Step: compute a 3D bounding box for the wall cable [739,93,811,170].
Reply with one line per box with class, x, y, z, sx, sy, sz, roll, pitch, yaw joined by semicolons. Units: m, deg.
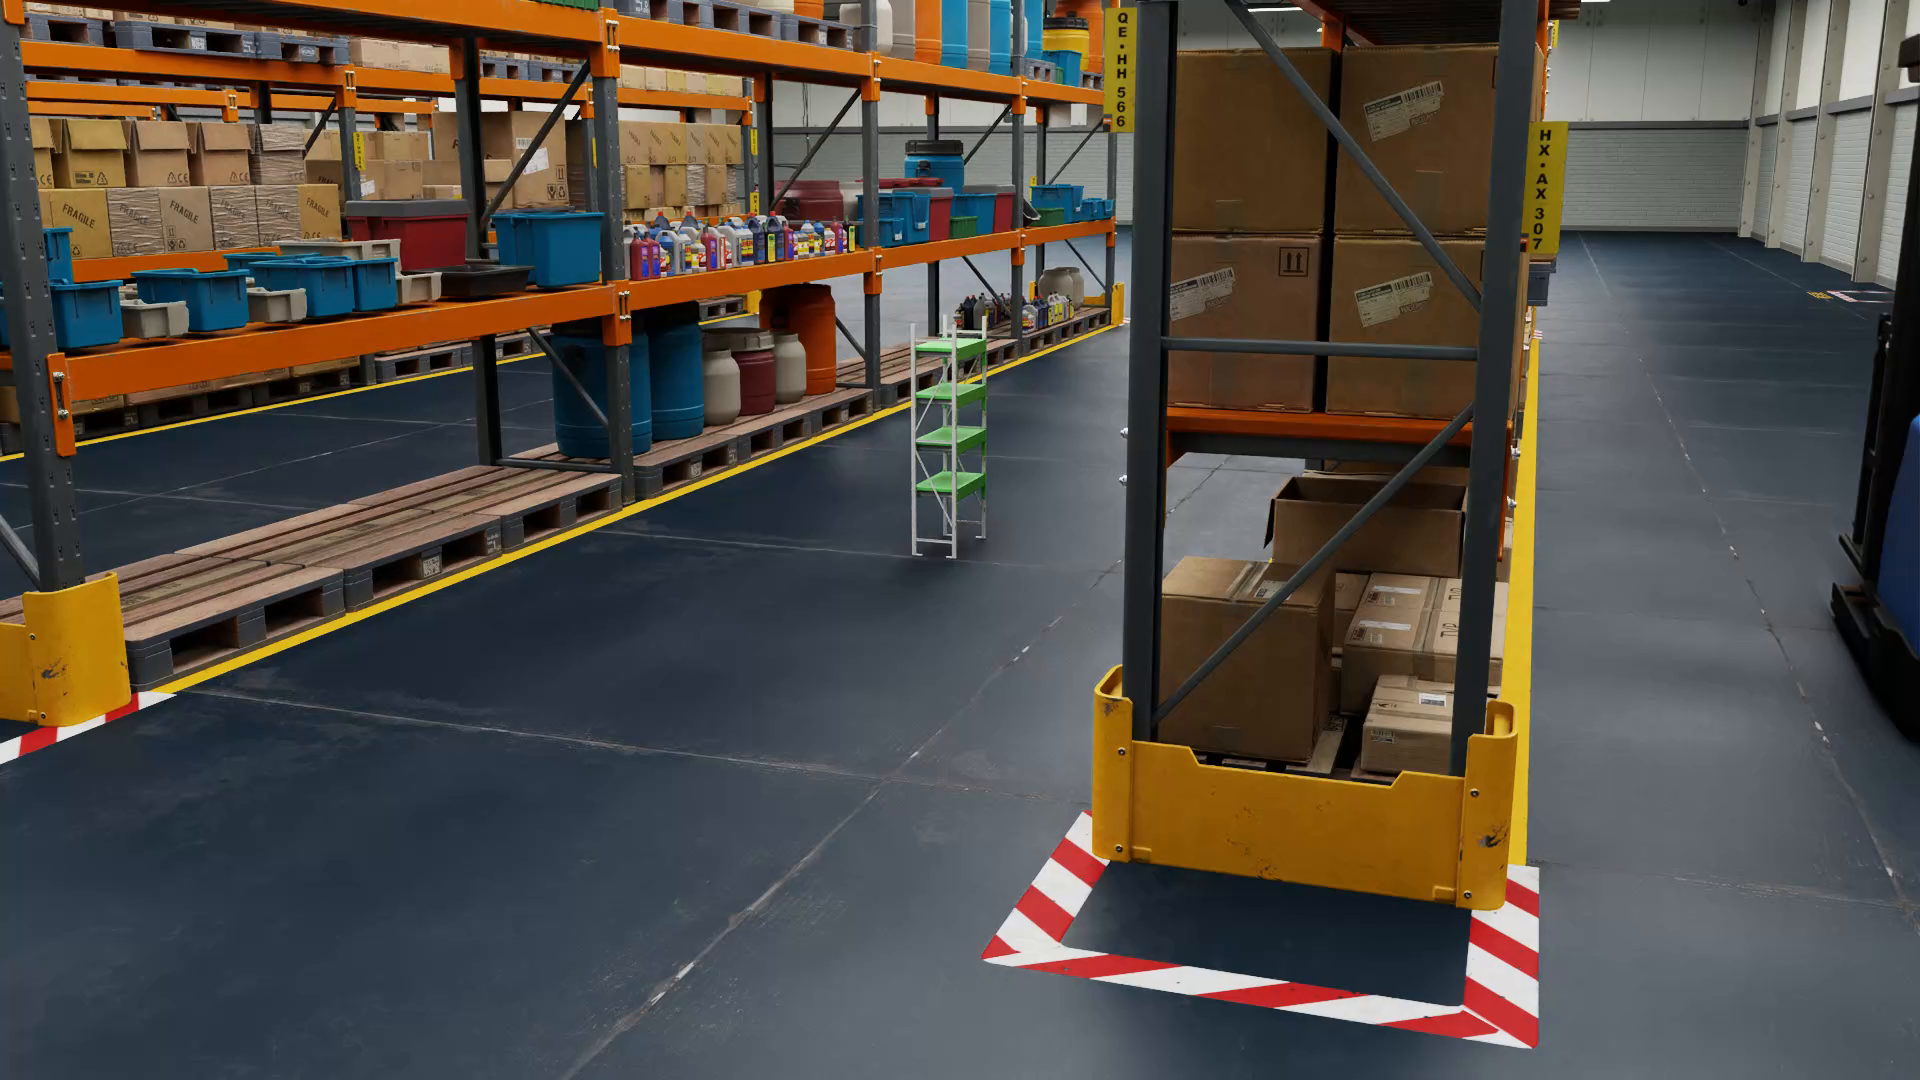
wall cable;-6.480;-13.830;56.338;3.097;2.526;0.112;4;14;18

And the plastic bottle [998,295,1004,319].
plastic bottle;0.456;-2.686;19.157;0.097;0.271;0.097;0;13;0

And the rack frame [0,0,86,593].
rack frame;-3.728;-0.864;6.033;1.000;3.000;0.127;4;14;18

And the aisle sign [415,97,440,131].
aisle sign;-7.592;-6.229;23.694;0.394;0.787;0.004;4;14;18

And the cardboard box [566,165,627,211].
cardboard box;-4.328;-4.031;19.017;0.875;0.500;0.500;4;14;18

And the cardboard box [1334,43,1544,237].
cardboard box;1.350;-1.117;4.671;0.500;0.500;0.500;5;14;20

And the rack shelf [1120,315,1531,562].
rack shelf;1.605;-0.577;6.392;1.077;0.370;4.000;4;14;18

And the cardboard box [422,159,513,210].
cardboard box;-5.006;-3.631;16.979;0.797;0.503;0.637;6;14;24

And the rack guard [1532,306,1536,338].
rack guard;6.142;-2.662;19.527;1.175;0.500;0.348;4;14;18

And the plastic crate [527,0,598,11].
plastic crate;-2.285;-2.954;8.926;0.450;0.188;0.662;4;14;18

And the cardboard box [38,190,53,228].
cardboard box;-6.735;-2.191;11.620;0.500;0.500;0.500;4;14;19

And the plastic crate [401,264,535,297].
plastic crate;-2.542;-1.346;8.630;0.437;0.125;0.590;4;14;18

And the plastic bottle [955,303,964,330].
plastic bottle;-0.002;-2.406;17.904;0.061;0.283;0.133;5;14;21

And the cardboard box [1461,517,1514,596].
cardboard box;2.093;0.046;7.100;0.500;0.311;0.500;4;14;18

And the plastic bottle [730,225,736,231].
plastic bottle;-1.559;-2.031;11.436;0.097;0.271;0.097;0;13;0

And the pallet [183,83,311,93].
pallet;-8.918;-5.716;20.750;1.003;0.211;1.213;4;14;18

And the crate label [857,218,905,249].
crate label;-0.649;-2.529;13.702;0.303;0.233;0.416;4;14;18

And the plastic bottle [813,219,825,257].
plastic bottle;-1.059;-2.257;12.426;0.097;0.271;0.097;0;13;0

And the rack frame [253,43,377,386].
rack frame;-5.826;-2.905;14.975;1.000;3.000;0.127;4;14;18

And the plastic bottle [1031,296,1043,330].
plastic bottle;0.808;-2.454;17.962;0.144;0.351;0.185;5;14;20

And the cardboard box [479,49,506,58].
cardboard box;-5.082;-5.175;17.001;0.797;0.503;0.637;5;14;21

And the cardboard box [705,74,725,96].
cardboard box;-3.312;-5.754;21.052;0.500;0.250;0.500;4;14;19

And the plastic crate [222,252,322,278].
plastic crate;-3.306;-1.263;8.020;0.416;0.233;0.300;4;14;18

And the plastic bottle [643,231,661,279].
plastic bottle;-1.869;-1.724;10.063;0.061;0.283;0.133;4;14;18

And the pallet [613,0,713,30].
pallet;-2.273;-3.249;10.164;1.213;0.211;1.003;4;14;18

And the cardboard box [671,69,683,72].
cardboard box;-3.593;-5.764;20.203;0.380;0.149;0.250;4;13;16

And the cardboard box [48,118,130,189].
cardboard box;-6.689;-2.879;12.384;0.797;0.503;0.637;5;14;19

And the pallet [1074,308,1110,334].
pallet;1.201;-2.683;20.270;1.003;0.211;1.213;4;14;18

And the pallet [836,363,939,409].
pallet;-0.853;-1.349;14.425;1.003;0.211;1.213;4;14;18

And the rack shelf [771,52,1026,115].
rack shelf;-0.493;-4.081;15.004;1.077;0.370;4.000;4;14;18

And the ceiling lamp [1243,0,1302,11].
ceiling lamp;8.232;-15.469;43.422;2.000;3.185;0.800;4;14;18

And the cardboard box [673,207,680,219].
cardboard box;-3.667;-4.021;20.429;0.380;0.149;0.250;4;14;18

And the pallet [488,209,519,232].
pallet;-5.225;-3.231;16.836;1.003;0.211;1.213;4;14;18

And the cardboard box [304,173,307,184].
cardboard box;-8.642;-4.500;21.626;0.875;0.550;0.550;4;14;18

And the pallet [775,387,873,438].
pallet;-1.356;-1.020;12.983;1.003;0.211;1.213;4;14;18

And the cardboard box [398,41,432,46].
cardboard box;-5.263;-4.847;15.394;0.500;0.500;0.500;4;14;19

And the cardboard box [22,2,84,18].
cardboard box;-6.681;-3.911;11.898;0.500;0.311;0.500;4;13;16

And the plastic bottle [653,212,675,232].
plastic bottle;-2.090;-2.131;11.696;0.144;0.351;0.185;4;14;18

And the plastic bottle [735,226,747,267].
plastic bottle;-1.486;-1.980;11.210;0.097;0.271;0.097;0;13;0

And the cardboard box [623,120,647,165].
cardboard box;-3.986;-4.610;19.306;0.500;0.500;0.500;4;14;18

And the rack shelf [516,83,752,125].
rack shelf;-3.885;-5.280;20.256;1.077;0.370;4.000;4;14;18

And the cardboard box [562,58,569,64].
cardboard box;-4.528;-5.470;18.912;0.380;0.149;0.250;5;14;19

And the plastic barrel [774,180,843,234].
plastic barrel;-1.276;-2.734;13.921;0.600;0.536;0.708;4;14;18

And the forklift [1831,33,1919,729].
forklift;4.320;-0.972;6.659;1.130;2.935;3.031;5;14;20

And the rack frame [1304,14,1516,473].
rack frame;2.252;-1.349;8.157;1.000;3.000;0.127;4;14;18

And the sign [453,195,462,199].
sign;-2.954;-1.881;9.867;0.100;0.325;0.005;4;14;18

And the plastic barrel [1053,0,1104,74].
plastic barrel;1.412;-5.998;19.876;0.600;0.830;0.708;4;14;18

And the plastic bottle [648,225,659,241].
plastic bottle;-2.088;-2.005;11.321;0.097;0.271;0.097;0;13;0

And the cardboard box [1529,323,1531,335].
cardboard box;4.322;-1.636;13.391;0.500;0.311;0.500;4;13;17

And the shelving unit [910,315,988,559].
shelving unit;-0.054;-0.550;8.702;0.258;1.200;0.503;4;14;18

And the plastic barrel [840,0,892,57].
plastic barrel;-0.749;-4.109;13.256;0.421;0.512;0.421;0;13;0

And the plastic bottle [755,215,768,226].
plastic bottle;-1.586;-2.420;13.129;0.152;0.276;0.135;4;14;18

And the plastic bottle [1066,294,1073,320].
plastic bottle;1.249;-2.679;19.100;0.061;0.283;0.133;5;14;20
